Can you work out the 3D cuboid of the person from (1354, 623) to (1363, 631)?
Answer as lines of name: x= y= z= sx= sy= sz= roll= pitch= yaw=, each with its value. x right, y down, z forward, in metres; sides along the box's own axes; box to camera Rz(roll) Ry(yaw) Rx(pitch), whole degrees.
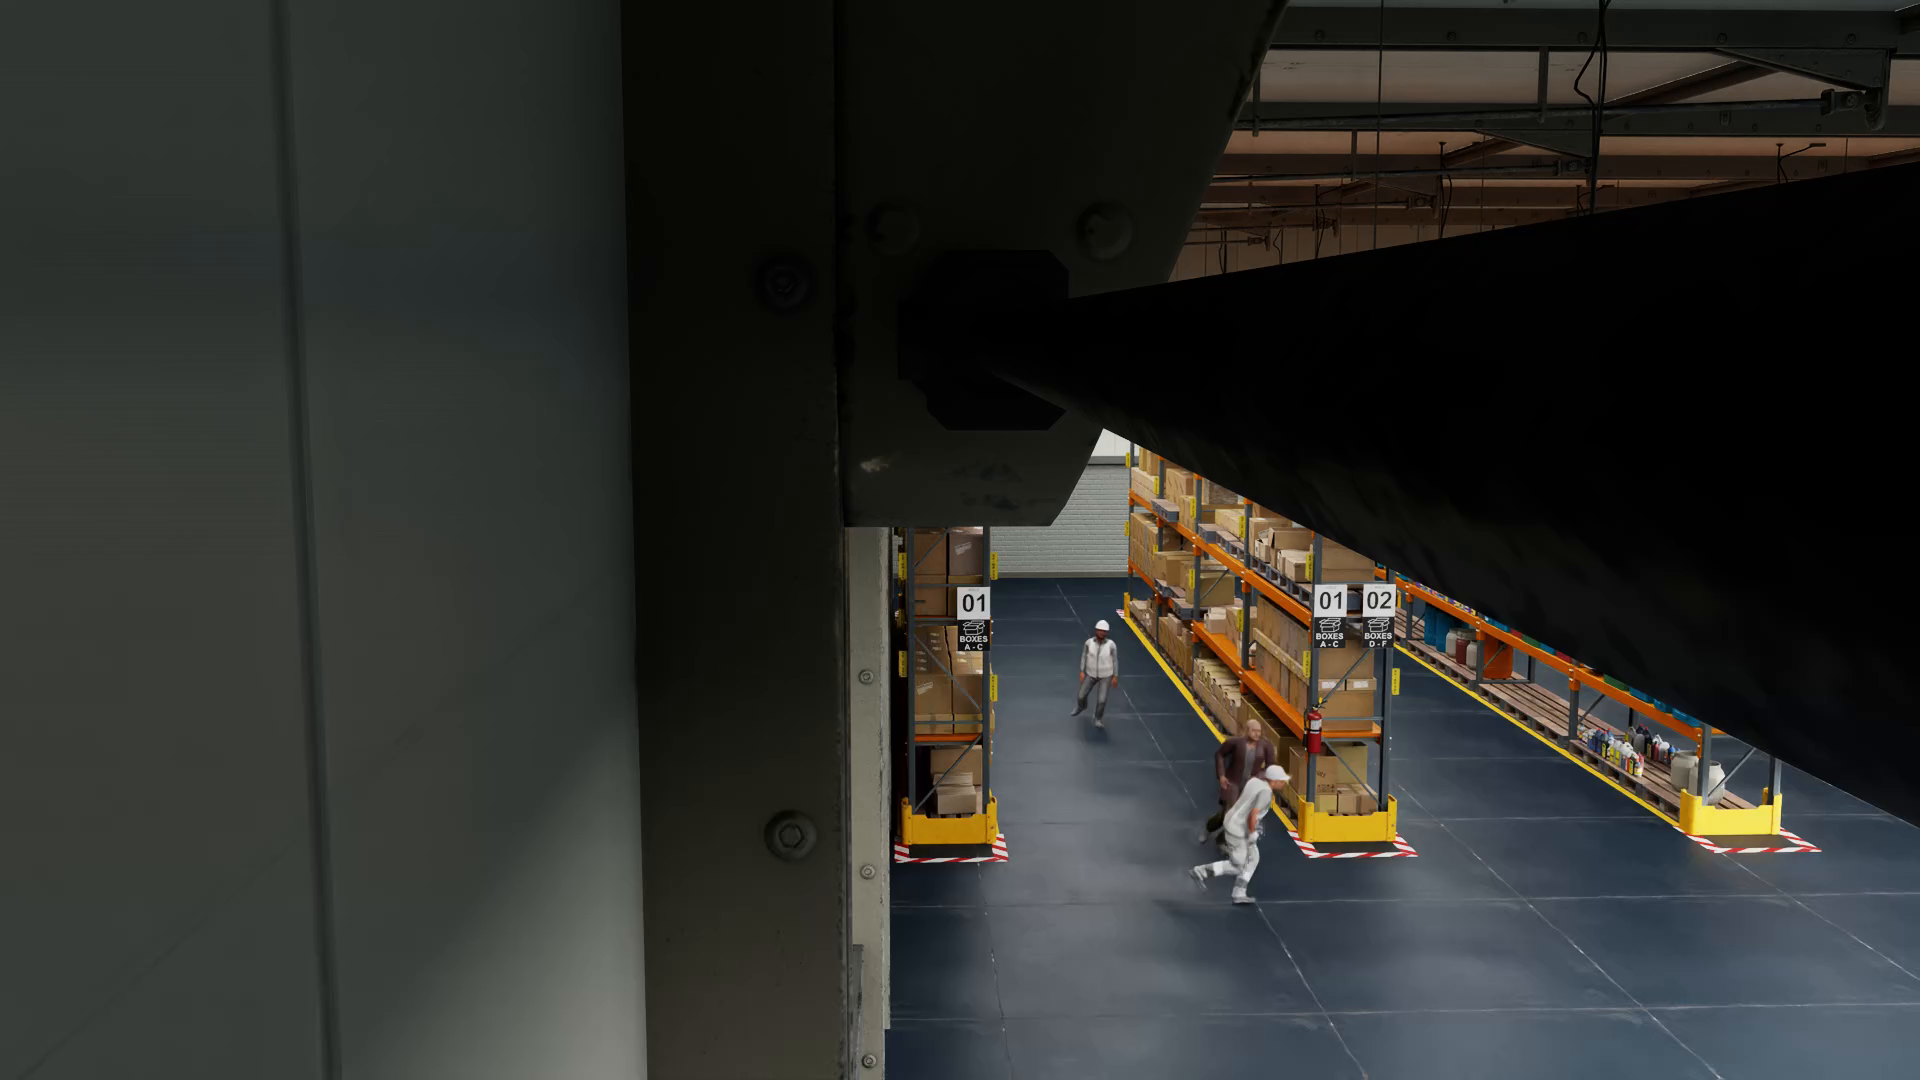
person: x=7.781 y=1.474 z=31.802 sx=0.704 sy=1.532 sz=1.107 roll=2 pitch=8 yaw=14

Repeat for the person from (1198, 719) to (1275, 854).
person: x=3.351 y=2.946 z=20.101 sx=0.835 sy=1.643 sz=0.650 roll=-2 pitch=7 yaw=-12

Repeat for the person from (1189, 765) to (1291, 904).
person: x=3.068 y=3.240 z=18.254 sx=1.085 sy=1.572 sz=0.666 roll=0 pitch=7 yaw=0

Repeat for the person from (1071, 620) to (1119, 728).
person: x=2.127 y=2.096 z=26.391 sx=0.807 sy=1.711 sz=0.545 roll=2 pitch=8 yaw=15
